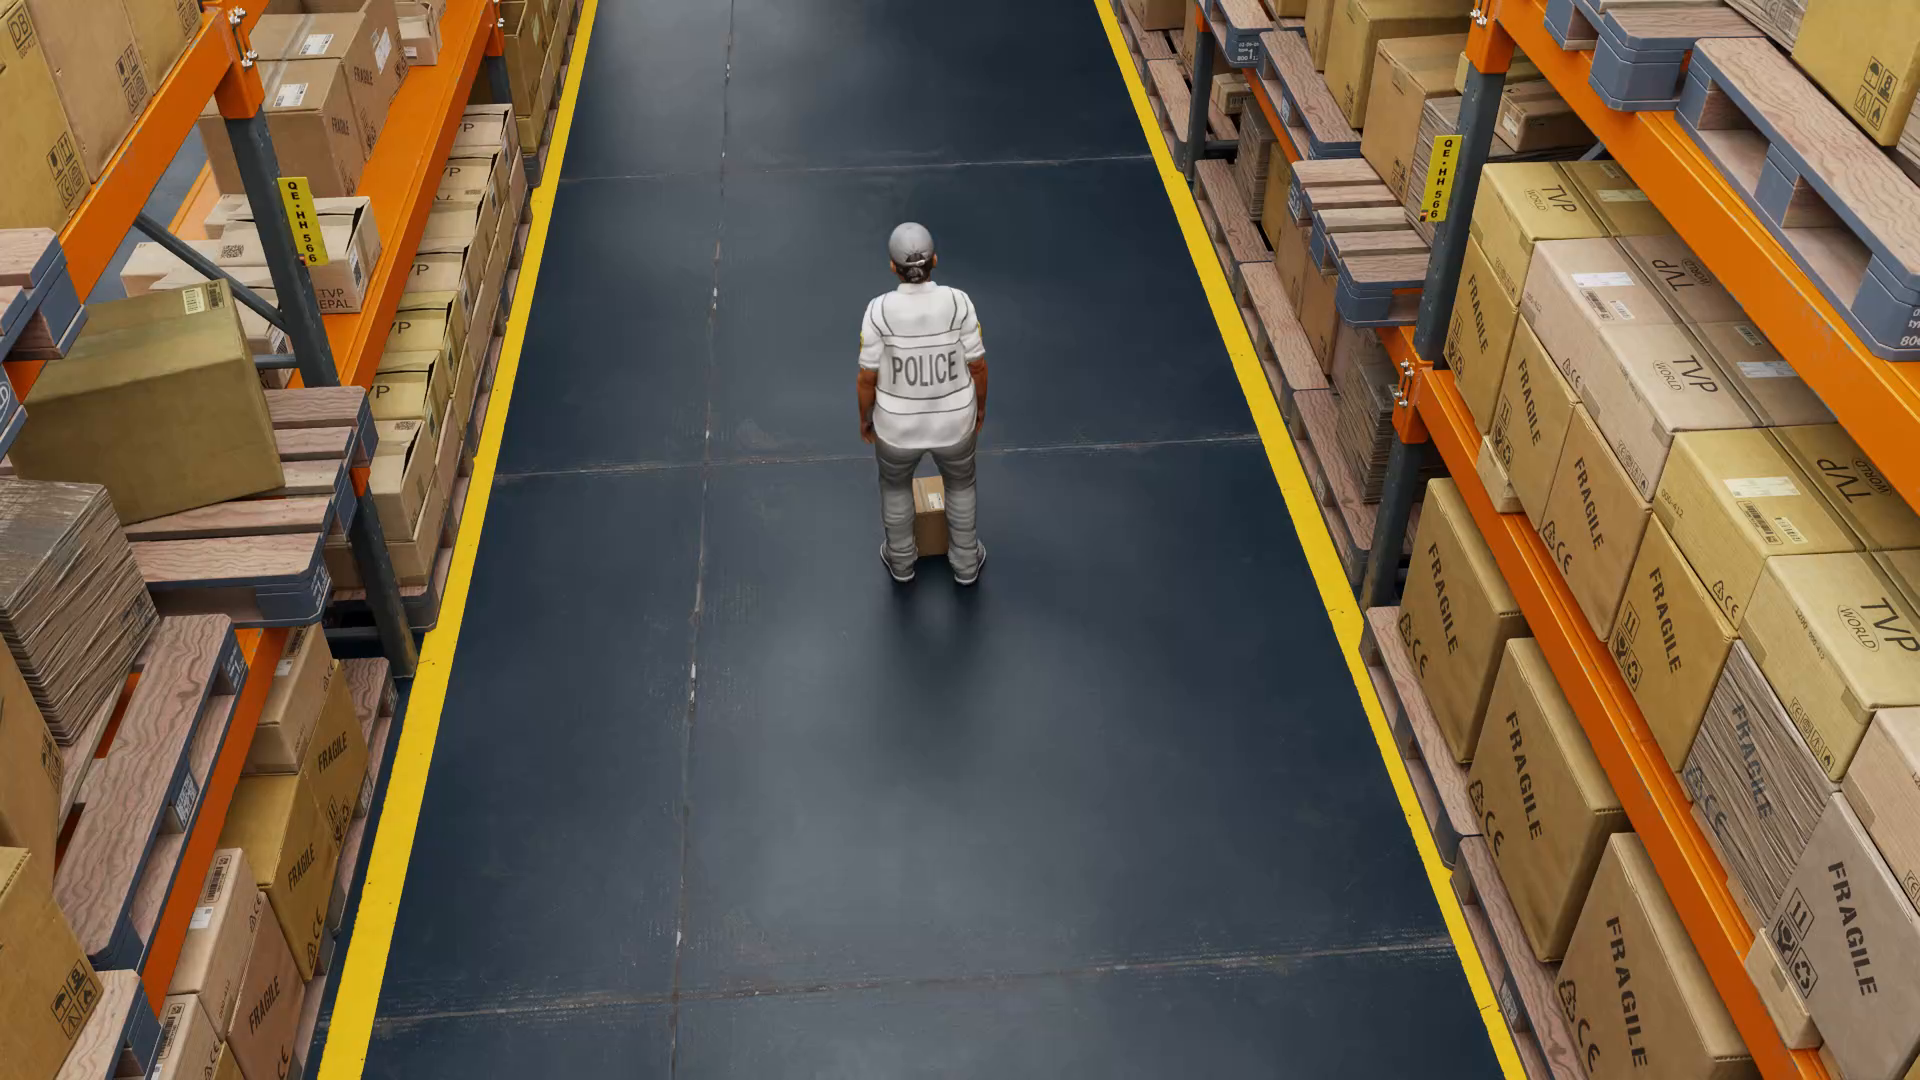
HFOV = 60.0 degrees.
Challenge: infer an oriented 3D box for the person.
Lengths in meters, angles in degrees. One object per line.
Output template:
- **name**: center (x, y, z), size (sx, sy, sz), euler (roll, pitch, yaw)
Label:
- **person**: center (-0.146, -0.508, 6.769), size (0.543, 1.665, 0.466), euler (-5, 40, -6)
